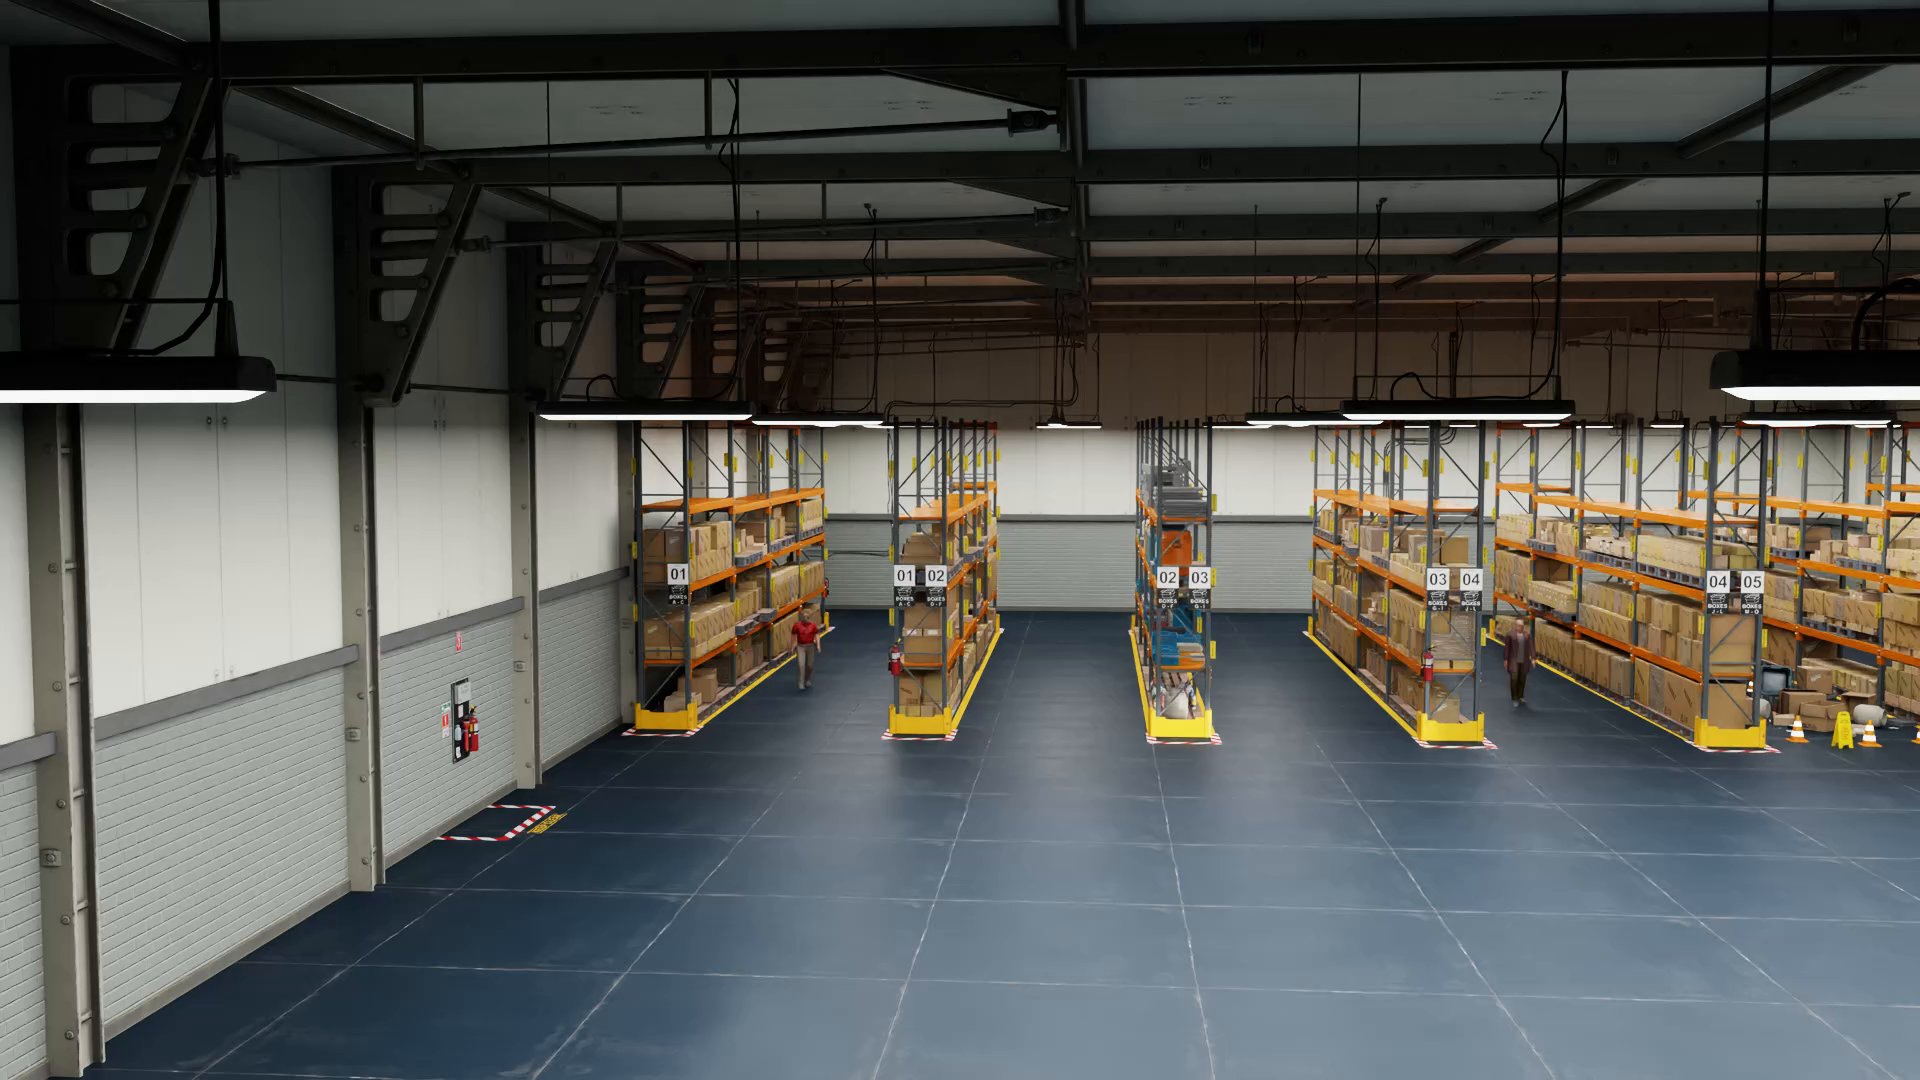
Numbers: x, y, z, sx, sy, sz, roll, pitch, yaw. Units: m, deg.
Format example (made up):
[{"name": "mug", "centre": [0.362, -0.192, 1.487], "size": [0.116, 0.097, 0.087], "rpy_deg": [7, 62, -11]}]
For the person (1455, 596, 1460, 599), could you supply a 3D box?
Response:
[{"name": "person", "centre": [14.812, 1.714, 48.947], "size": [0.484, 1.586, 1.016], "rpy_deg": [2, 4, 31]}]

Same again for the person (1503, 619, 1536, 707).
[{"name": "person", "centre": [11.729, 2.583, 34.863], "size": [0.632, 1.844, 0.590], "rpy_deg": [0, 4, 4]}]

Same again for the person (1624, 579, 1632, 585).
[{"name": "person", "centre": [19.151, 1.750, 47.491], "size": [0.964, 1.742, 0.545], "rpy_deg": [0, 4, -2]}]

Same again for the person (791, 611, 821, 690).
[{"name": "person", "centre": [-3.447, 2.442, 37.127], "size": [0.602, 1.724, 0.782], "rpy_deg": [-2, 4, -24]}]
